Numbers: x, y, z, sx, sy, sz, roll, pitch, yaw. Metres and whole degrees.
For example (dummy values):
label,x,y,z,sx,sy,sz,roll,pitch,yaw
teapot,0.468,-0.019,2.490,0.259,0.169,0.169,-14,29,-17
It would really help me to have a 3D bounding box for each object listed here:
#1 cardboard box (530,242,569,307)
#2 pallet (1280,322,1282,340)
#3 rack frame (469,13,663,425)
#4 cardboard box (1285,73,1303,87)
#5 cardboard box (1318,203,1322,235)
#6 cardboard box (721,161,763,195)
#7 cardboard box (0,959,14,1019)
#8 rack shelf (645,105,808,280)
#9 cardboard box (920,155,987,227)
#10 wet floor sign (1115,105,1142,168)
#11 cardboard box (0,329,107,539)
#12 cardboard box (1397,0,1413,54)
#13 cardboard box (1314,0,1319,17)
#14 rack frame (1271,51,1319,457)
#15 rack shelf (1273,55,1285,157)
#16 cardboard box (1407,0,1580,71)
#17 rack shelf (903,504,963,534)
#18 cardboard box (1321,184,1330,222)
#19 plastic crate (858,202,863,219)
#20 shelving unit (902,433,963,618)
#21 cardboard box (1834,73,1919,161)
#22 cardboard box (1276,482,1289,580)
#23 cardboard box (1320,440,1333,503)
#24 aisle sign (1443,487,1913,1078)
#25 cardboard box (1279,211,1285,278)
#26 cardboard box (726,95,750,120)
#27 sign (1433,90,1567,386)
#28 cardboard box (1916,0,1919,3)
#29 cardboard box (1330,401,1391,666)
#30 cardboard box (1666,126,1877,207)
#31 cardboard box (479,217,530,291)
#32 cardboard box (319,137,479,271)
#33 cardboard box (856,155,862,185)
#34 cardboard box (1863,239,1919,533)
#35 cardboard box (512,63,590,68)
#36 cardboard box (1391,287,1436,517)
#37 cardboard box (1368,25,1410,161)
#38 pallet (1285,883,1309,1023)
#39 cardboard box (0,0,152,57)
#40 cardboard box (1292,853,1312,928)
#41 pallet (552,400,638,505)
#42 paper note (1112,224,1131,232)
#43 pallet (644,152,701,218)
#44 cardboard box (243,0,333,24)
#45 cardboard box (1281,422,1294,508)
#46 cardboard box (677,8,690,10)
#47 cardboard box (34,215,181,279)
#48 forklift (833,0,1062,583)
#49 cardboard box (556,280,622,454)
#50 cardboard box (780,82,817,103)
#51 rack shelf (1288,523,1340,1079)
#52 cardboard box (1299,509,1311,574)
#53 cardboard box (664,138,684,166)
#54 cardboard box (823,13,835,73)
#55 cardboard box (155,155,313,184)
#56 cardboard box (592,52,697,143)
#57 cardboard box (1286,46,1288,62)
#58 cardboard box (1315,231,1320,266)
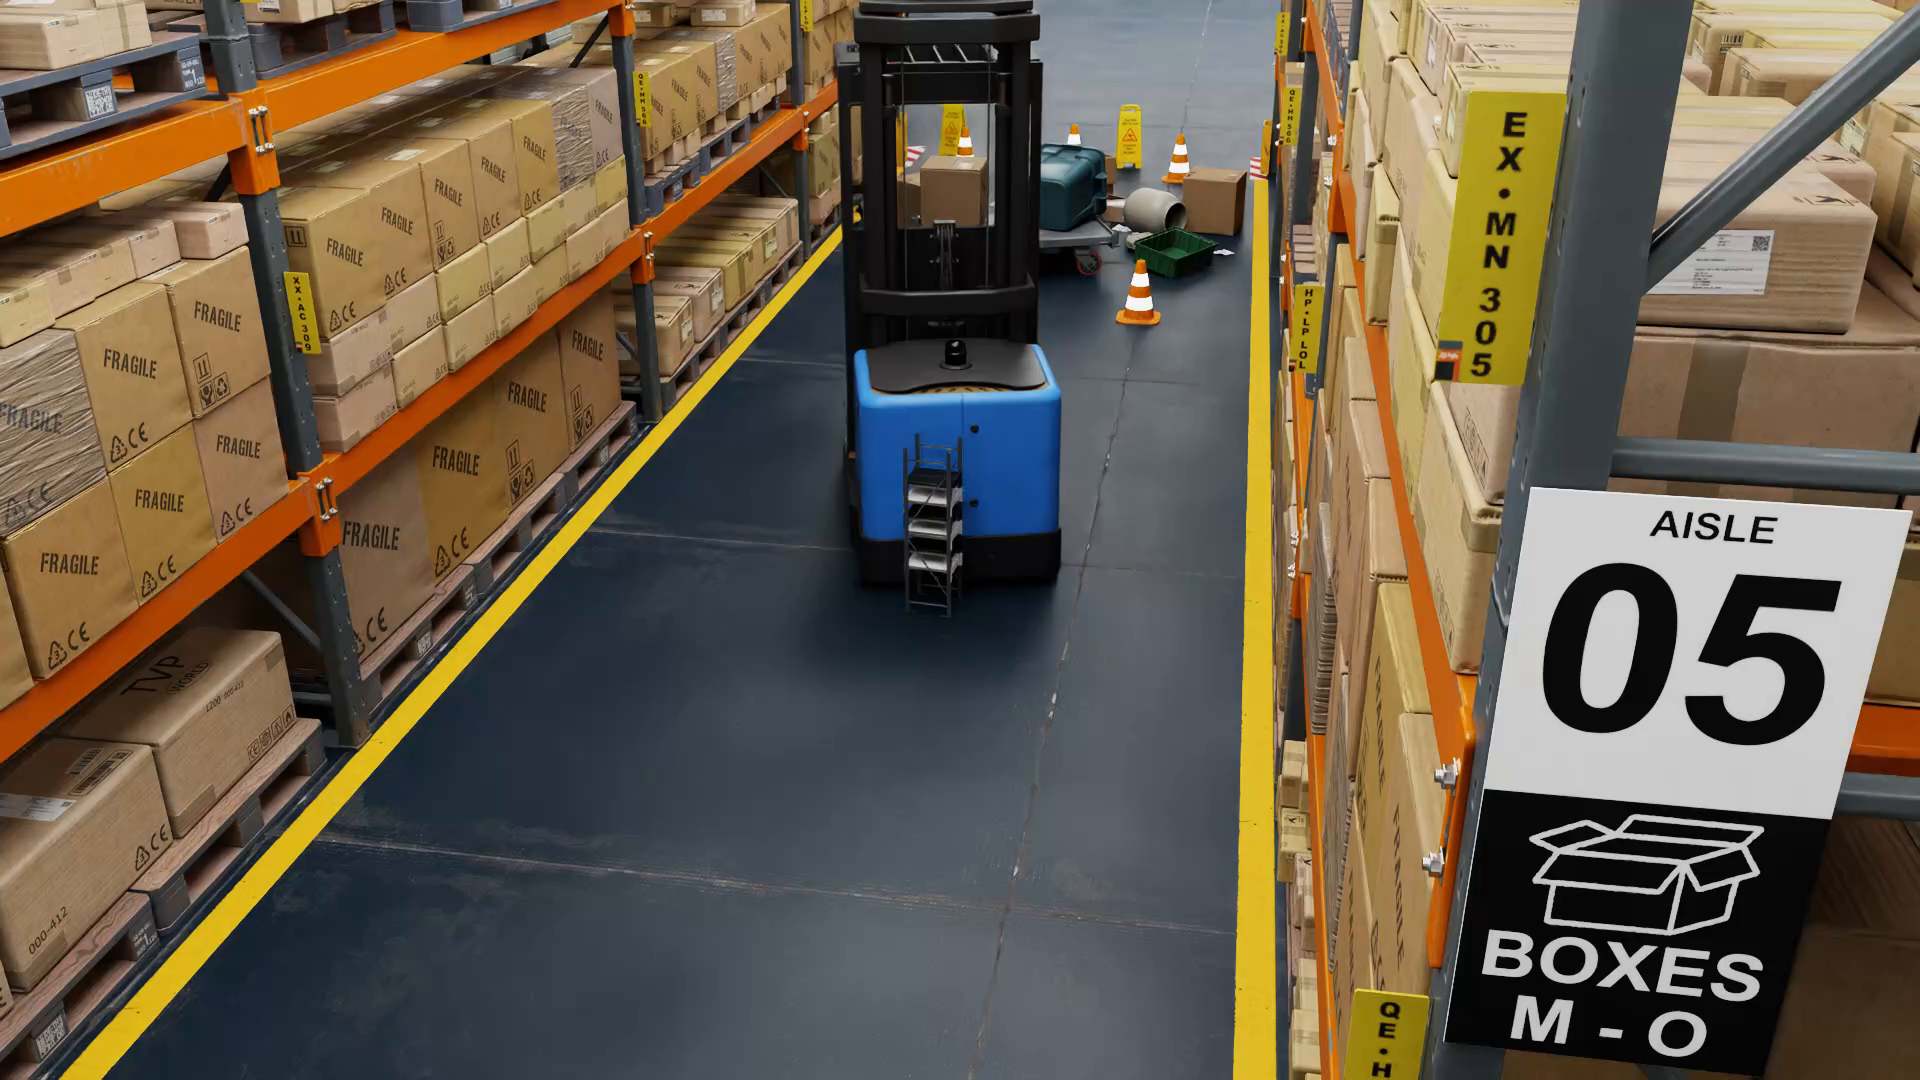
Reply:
label,x,y,z,sx,sy,sz,roll,pitch,yaw
cardboard box,-2.451,-1.445,8.975,0.500,0.250,0.500,4,25,8
pallet,2.847,-1.436,12.069,1.003,0.211,1.213,4,25,9
rack frame,-2.458,-2.166,10.340,1.000,3.000,0.127,4,25,9
cardboard box,2.662,-3.171,12.369,0.500,0.500,0.500,4,25,9
cardboard box,2.082,-1.663,8.715,0.380,0.149,0.250,3,25,7
cardboard box,-1.973,-3.390,14.817,0.500,0.500,0.500,4,25,8
cardboard box,-3.615,1.483,5.070,0.875,0.438,0.875,5,25,10
rack shelf,-2.131,-2.677,12.280,1.077,0.370,4.000,4,25,9
cardboard box,-0.044,-2.939,14.047,0.500,0.500,0.500,4,25,9
wet floor sign,1.800,-4.295,17.664,0.267,0.644,0.232,0,25,-1
cardboard box,-3.082,-0.350,5.162,0.500,0.500,0.500,4,25,9
cardboard box,1.239,-1.239,3.938,0.380,0.149,0.250,5,26,11
cardboard box,2.011,-2.840,8.122,0.500,0.500,0.500,4,25,9
rack frame,2.442,-1.866,9.698,1.000,3.000,0.127,4,25,9
rack shelf,3.422,-4.049,15.211,1.077,0.370,4.000,4,25,9
cardboard box,1.209,-1.129,3.702,0.380,0.149,0.250,3,25,7
rack shelf,-0.134,-0.120,8.311,0.258,0.077,0.200,7,26,14
cardboard box,2.045,-1.706,8.456,0.380,0.149,0.250,3,25,6
plastic crate,-0.739,-3.117,15.815,0.402,0.080,0.583,-5,25,-10
shelving unit,-0.134,-0.069,8.335,0.258,0.900,0.210,7,26,14
cardboard box,1.628,-0.653,2.685,0.380,0.149,0.250,4,25,9
cardboard box,1.833,-0.007,8.179,0.500,0.500,0.500,3,25,7
cardboard box,1.385,0.024,5.191,0.500,0.500,0.500,4,25,9
aisle sign,0.826,0.312,1.978,0.394,0.787,0.004,4,25,9
cardboard box,3.083,-2.444,13.092,1.050,0.750,0.750,4,25,8
cardboard box,-1.797,-3.256,12.468,0.380,0.149,0.250,4,25,8
sign,0.590,-0.326,1.826,0.100,0.325,0.005,4,25,9
cardboard box,7.855,-4.202,13.041,0.500,0.500,0.500,4,25,9
cardboard box,1.206,-0.013,4.091,0.500,0.500,0.500,3,25,7
cardboard box,1.014,-0.475,2.305,0.380,0.149,0.250,4,25,9
cardboard box,-2.515,-1.457,8.412,0.500,0.250,0.500,3,25,7
cardboard box,-2.616,-1.580,7.790,0.500,0.500,0.500,3,25,7
cardboard box,-1.190,-3.665,16.290,0.500,0.250,0.500,3,25,7
cardboard box,1.464,-0.207,2.202,0.500,0.250,0.500,4,25,9
cardboard box,-2.658,-2.746,10.614,0.500,0.500,0.500,3,25,7
cardboard box,1.024,-0.233,2.848,0.500,0.250,0.500,4,25,9
cardboard box,1.291,-1.108,4.127,0.500,0.250,0.500,4,25,9
pallet,1.713,1.353,6.110,1.003,0.211,1.213,4,25,9
cardboard box,-2.901,-1.737,5.430,0.396,0.266,0.258,5,26,10
cardboard box,1.379,1.257,5.894,0.380,0.149,0.250,4,25,8
pallet,-2.662,-0.579,10.238,1.003,0.211,1.213,4,25,9
paper note,1.512,-2.885,15.387,0.172,0.023,0.155,13,28,26
pallet,-2.447,-2.385,11.033,1.213,0.211,1.003,4,25,9
cardboard box,-2.685,-2.166,6.465,0.396,0.266,0.258,4,25,8
cardboard box,1.830,-0.356,8.040,0.500,0.250,0.500,3,25,6
cardboard box,-2.164,-4.033,13.364,0.500,0.500,0.500,5,25,10
cardboard box,-2.999,-1.032,5.854,0.380,0.149,0.250,5,25,10
forklift,-0.131,-1.698,9.420,1.130,2.935,3.031,-2,25,-5
cardboard box,-2.653,-1.111,10.097,0.875,0.875,0.875,4,25,8
cardboard box,-1.437,-3.835,14.201,0.380,0.149,0.250,4,25,8
rack shelf,1.461,0.969,4.489,1.077,0.370,4.000,4,25,9
cardboard box,1.419,0.017,5.972,0.380,0.149,0.250,5,26,10
cardboard box,-2.052,-2.593,11.053,0.380,0.149,0.250,2,25,5
cardboard box,-1.399,-4.396,14.634,0.500,0.500,0.500,4,25,8
cardboard box,-3.209,-1.413,7.433,0.500,0.500,0.500,5,25,10
cardboard box,-2.078,-2.927,11.001,0.500,0.500,0.500,5,26,11
cardboard box,3.404,-4.440,15.020,0.875,0.550,0.500,4,25,9
cardboard box,2.082,-1.544,8.811,0.380,0.149,0.250,5,26,11
